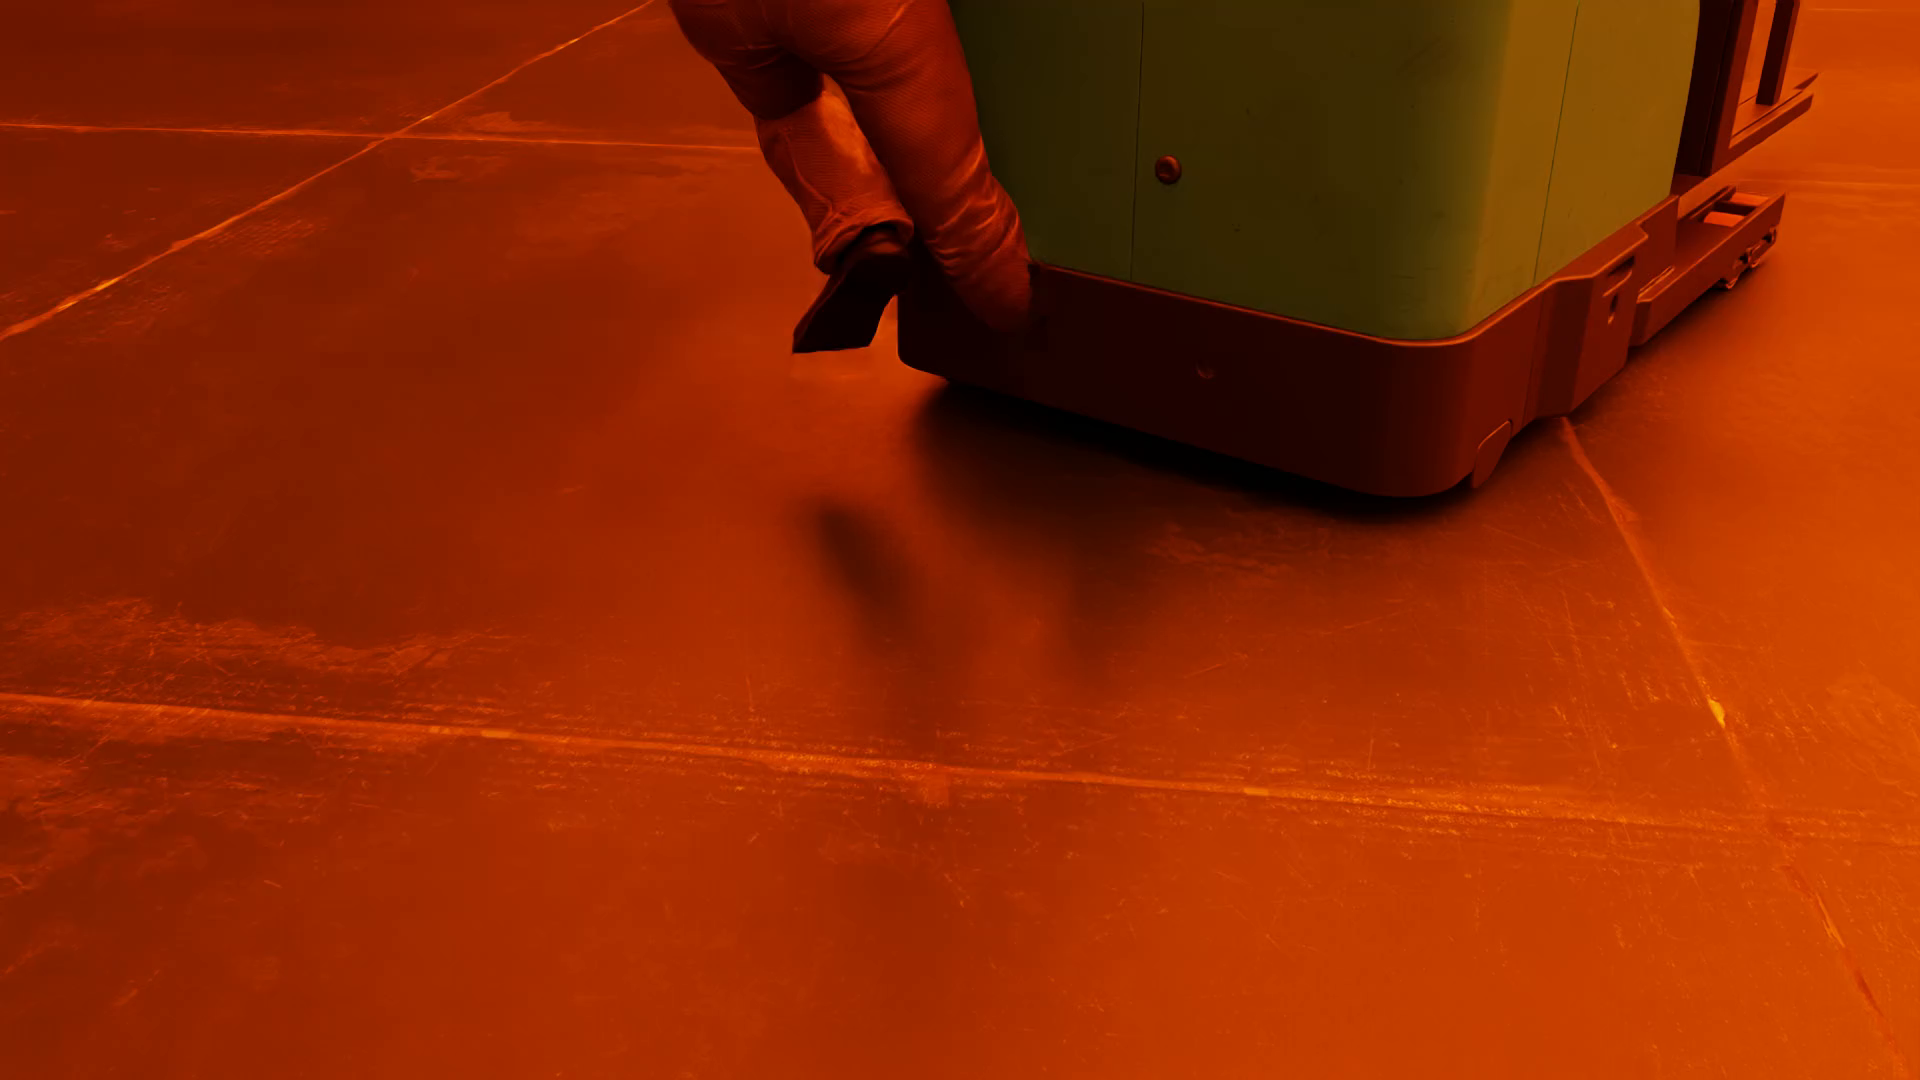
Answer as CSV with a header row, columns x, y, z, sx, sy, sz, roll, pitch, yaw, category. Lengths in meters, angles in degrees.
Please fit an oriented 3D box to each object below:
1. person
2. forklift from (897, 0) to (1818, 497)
x,y,z,sx,sy,sz,roll,pitch,yaw,category
-0.098,-0.952,2.599,0.753,1.596,0.736,8,28,16,person
1.183,-1.969,3.163,1.130,2.935,3.031,19,32,33,forklift
